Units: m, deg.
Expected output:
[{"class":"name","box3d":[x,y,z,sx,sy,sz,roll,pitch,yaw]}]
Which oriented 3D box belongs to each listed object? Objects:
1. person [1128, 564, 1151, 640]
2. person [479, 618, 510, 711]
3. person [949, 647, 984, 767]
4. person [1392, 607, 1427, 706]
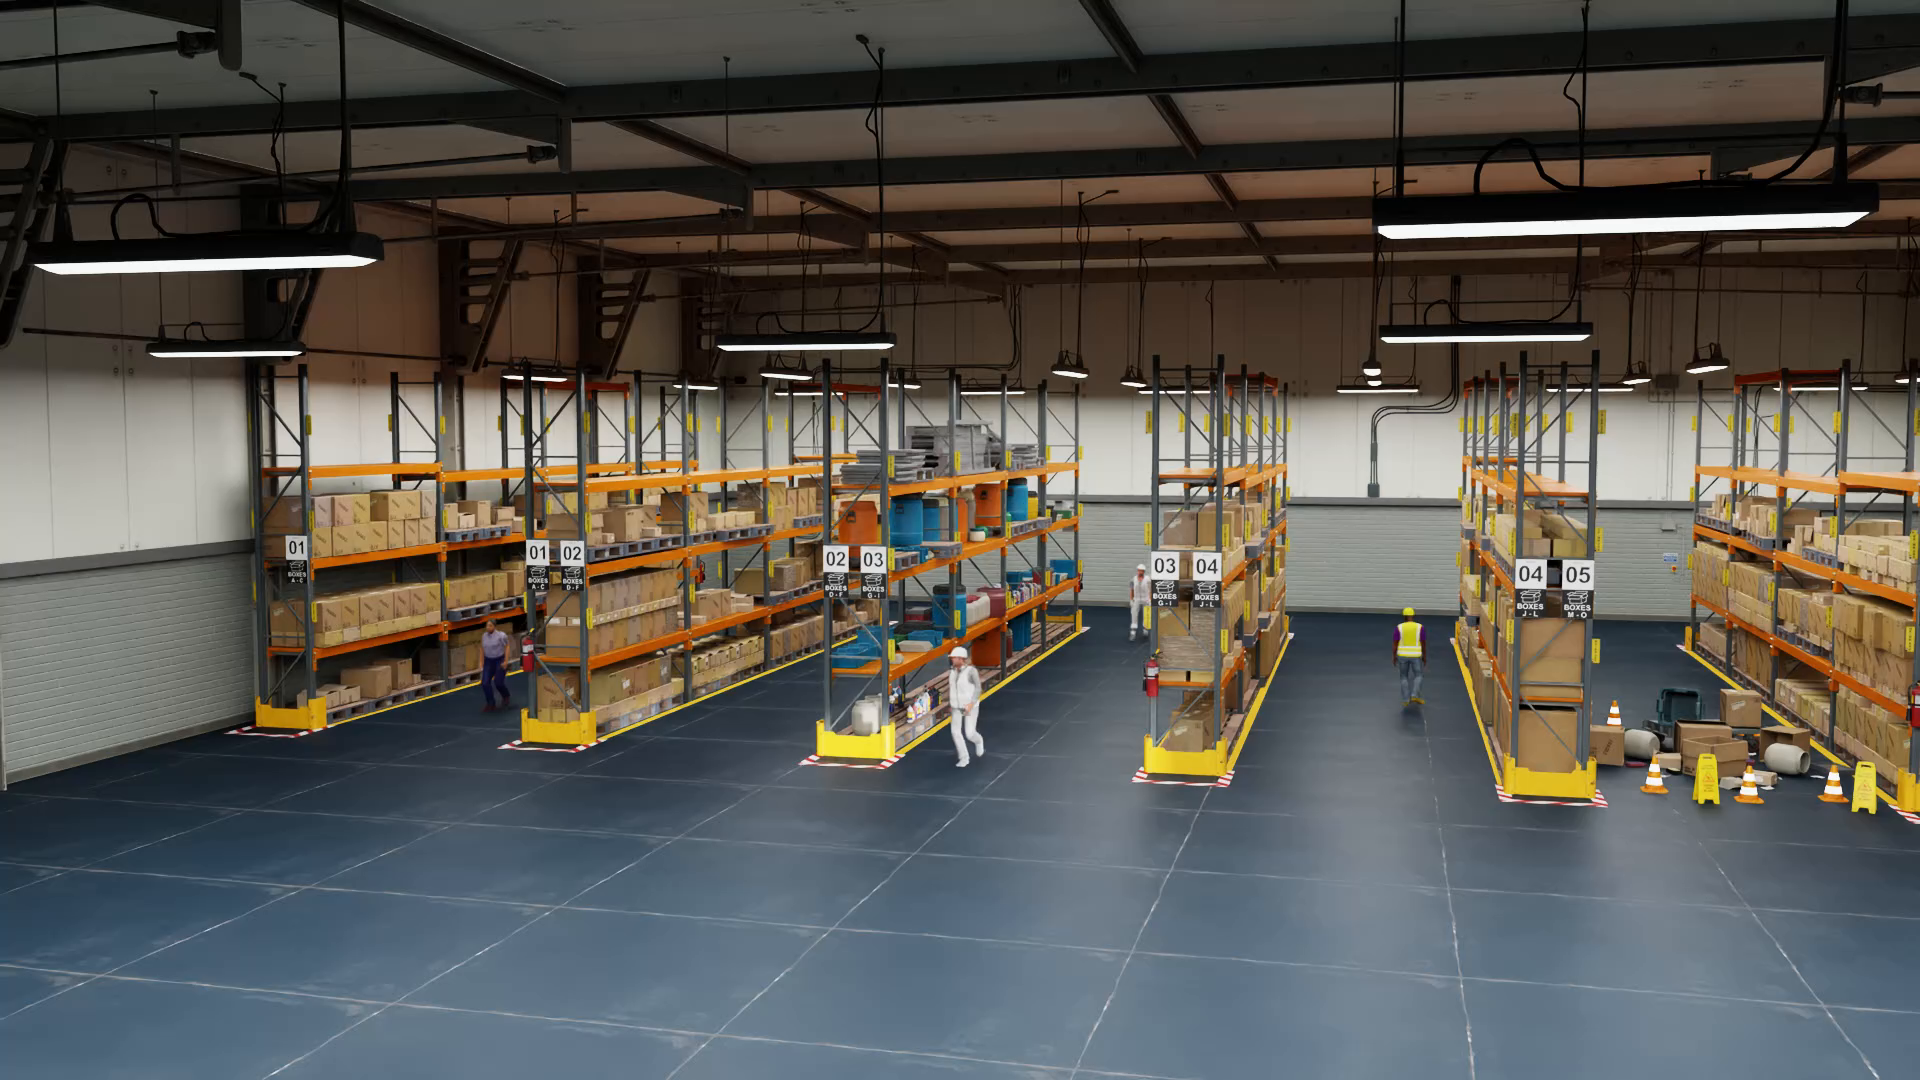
[{"class":"person","box3d":[4.216,1.430,38.781,0.552,1.719,1.054,1,4,13]},{"class":"person","box3d":[-8.182,2.188,29.329,0.571,1.617,0.558,1,4,16]},{"class":"person","box3d":[0.082,2.445,24.562,0.597,1.748,0.630,2,5,31]},{"class":"person","box3d":[8.015,2.083,29.651,0.594,1.765,0.548,1,4,13]}]
